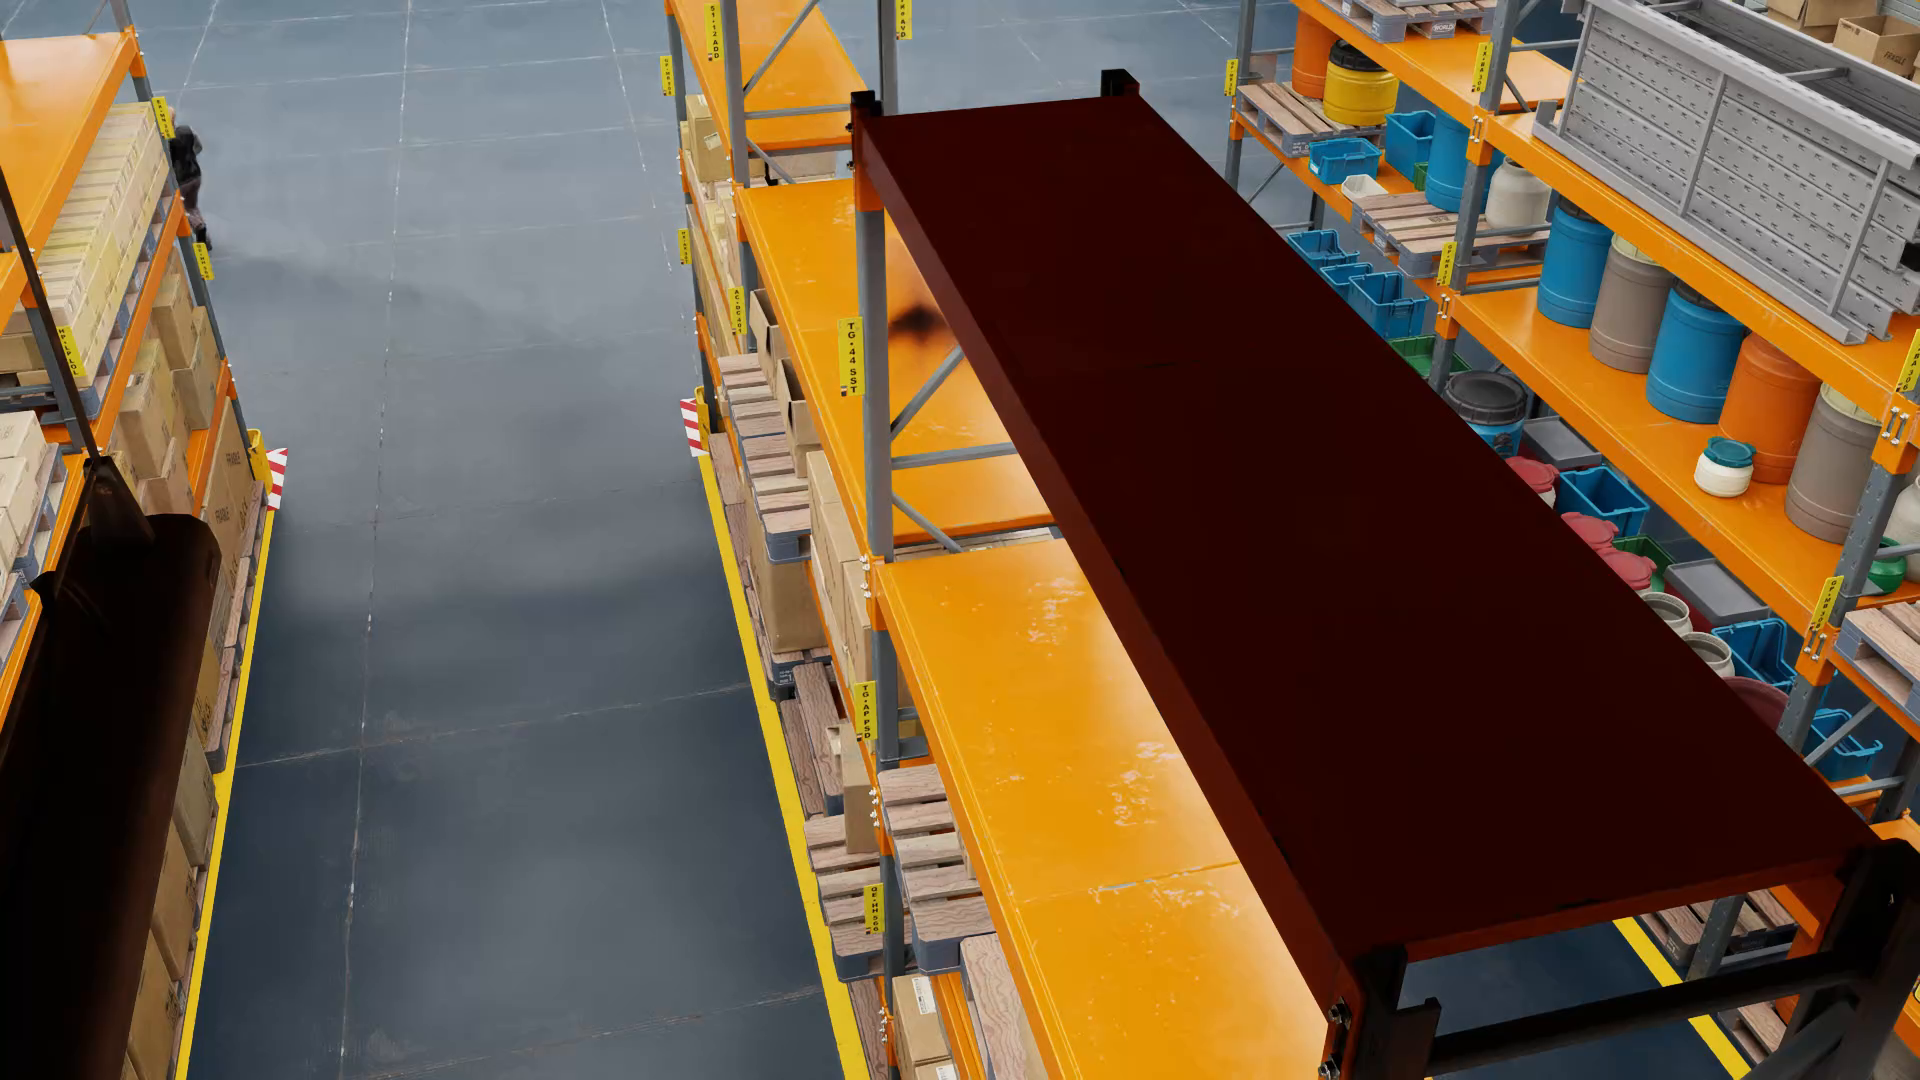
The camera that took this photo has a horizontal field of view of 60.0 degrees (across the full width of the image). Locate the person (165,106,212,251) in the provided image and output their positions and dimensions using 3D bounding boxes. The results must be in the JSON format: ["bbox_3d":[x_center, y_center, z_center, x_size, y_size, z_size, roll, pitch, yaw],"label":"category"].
[{"bbox_3d":[-8.648,-4.001,18.450,0.591,1.688,0.698,15,37,21],"label":"person"}]

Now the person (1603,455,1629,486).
[{"bbox_3d":[5.536,-0.864,13.808,0.682,1.828,0.702,-14,37,-19],"label":"person"}]
